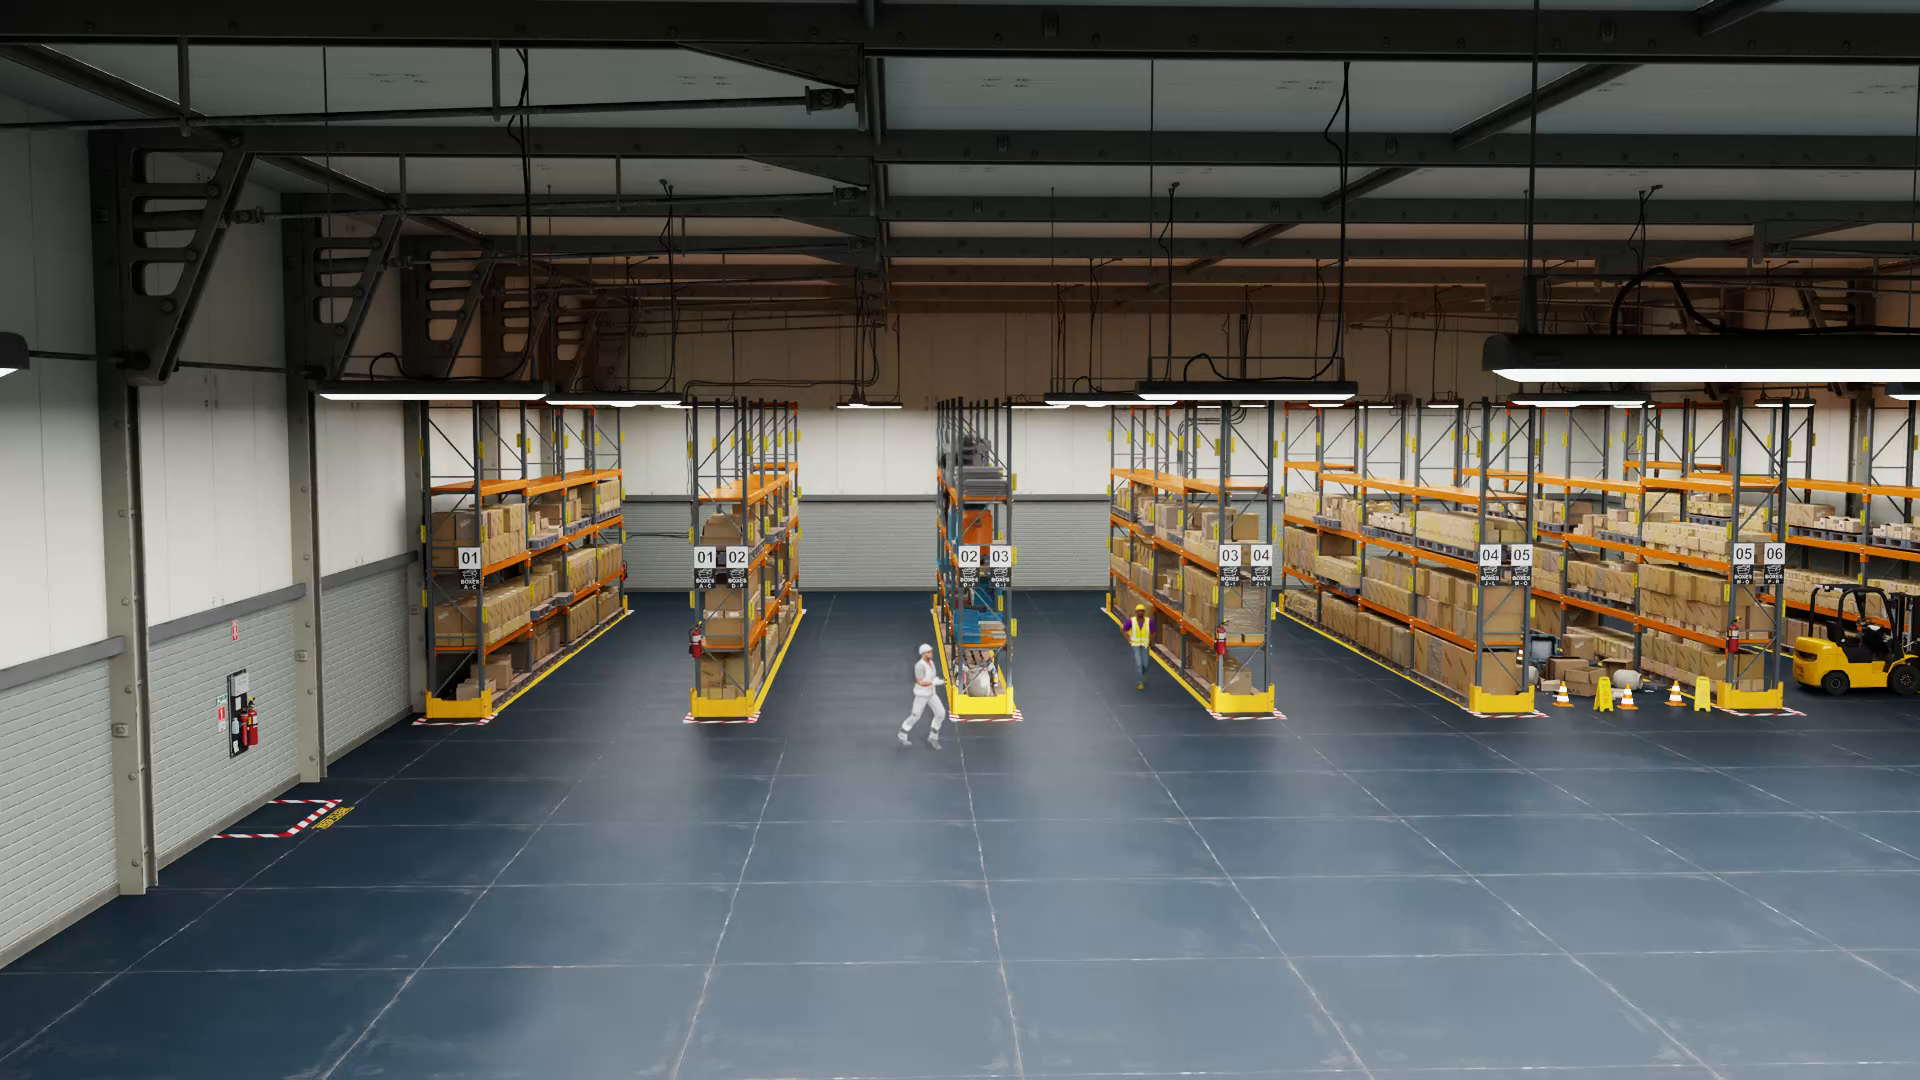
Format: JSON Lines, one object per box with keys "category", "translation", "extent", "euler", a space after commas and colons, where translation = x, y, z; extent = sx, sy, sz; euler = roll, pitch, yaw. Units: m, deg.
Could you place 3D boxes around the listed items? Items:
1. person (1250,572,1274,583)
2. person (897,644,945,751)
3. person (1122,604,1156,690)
{"category": "person", "translation": [8.112, 1.393, 44.788], "extent": [0.658, 1.740, 0.953], "euler": [0, 4, 1]}
{"category": "person", "translation": [-0.607, 2.656, 28.168], "extent": [0.910, 1.818, 0.674], "euler": [3, 5, 30]}
{"category": "person", "translation": [3.710, 2.194, 34.395], "extent": [0.711, 1.746, 0.718], "euler": [0, 4, -2]}
